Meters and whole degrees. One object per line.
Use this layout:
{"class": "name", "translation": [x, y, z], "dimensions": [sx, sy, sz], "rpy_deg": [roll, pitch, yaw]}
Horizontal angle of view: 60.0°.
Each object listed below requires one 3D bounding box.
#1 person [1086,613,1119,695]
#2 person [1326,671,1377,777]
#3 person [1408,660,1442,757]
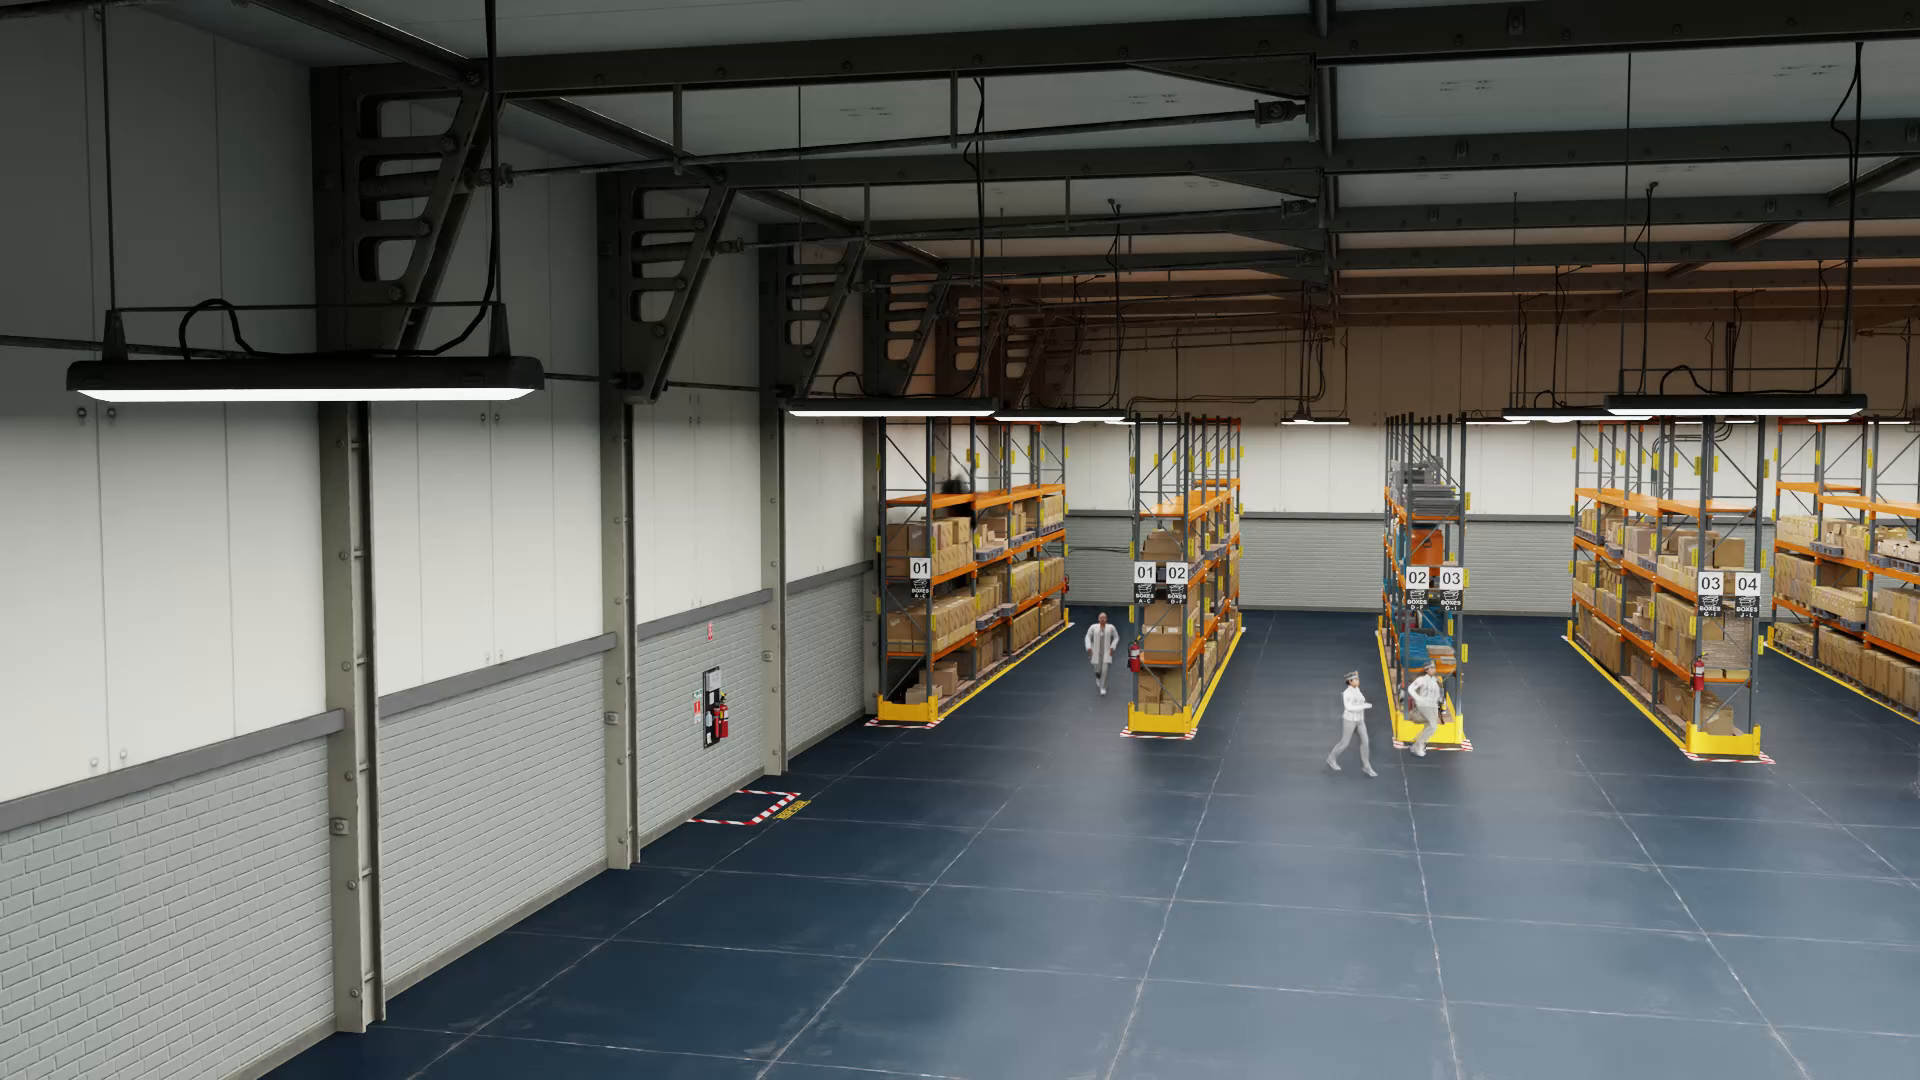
{"class": "person", "translation": [3.078, 2.433, 35.946], "dimensions": [0.735, 1.742, 0.711], "rpy_deg": [1, 4, 9]}
{"class": "person", "translation": [6.466, 3.006, 27.403], "dimensions": [0.862, 1.724, 0.595], "rpy_deg": [4, 5, 43]}
{"class": "person", "translation": [8.148, 2.928, 28.946], "dimensions": [0.646, 1.679, 0.560], "rpy_deg": [-3, 5, -39]}
